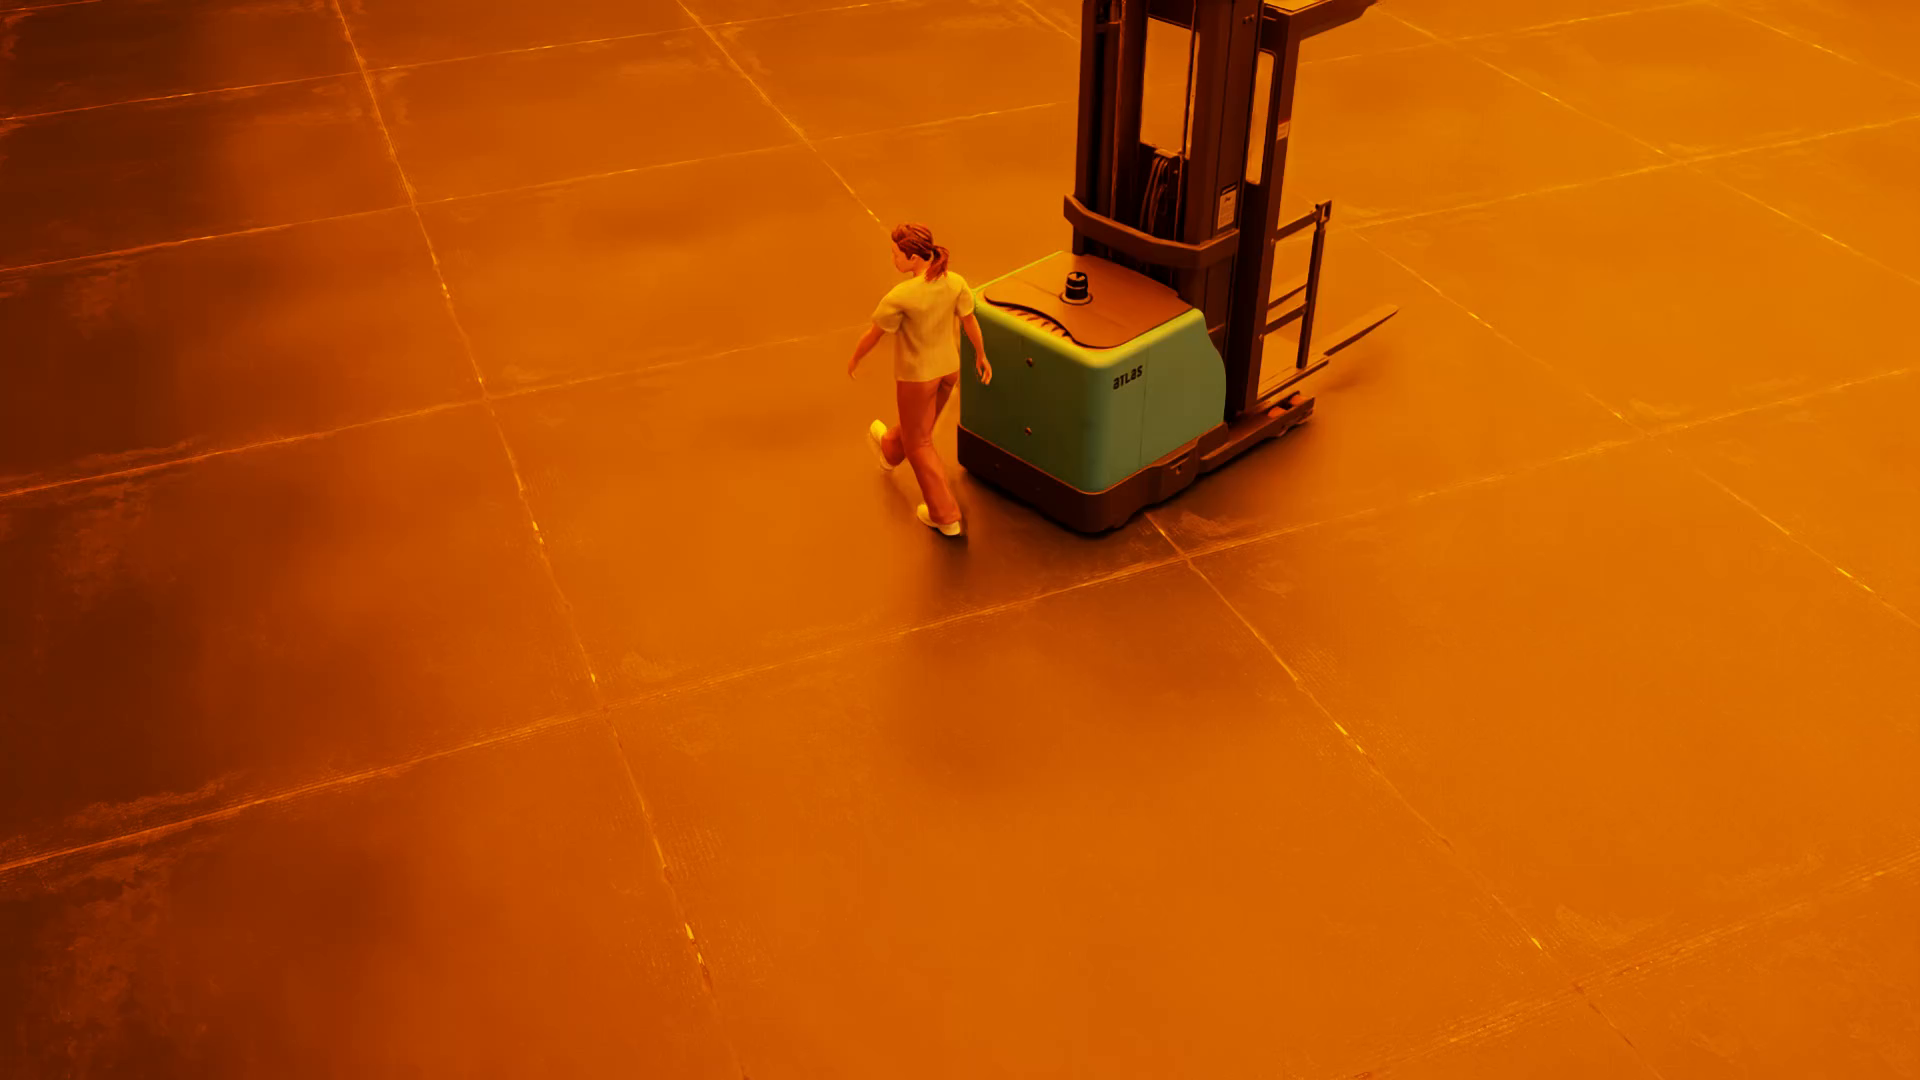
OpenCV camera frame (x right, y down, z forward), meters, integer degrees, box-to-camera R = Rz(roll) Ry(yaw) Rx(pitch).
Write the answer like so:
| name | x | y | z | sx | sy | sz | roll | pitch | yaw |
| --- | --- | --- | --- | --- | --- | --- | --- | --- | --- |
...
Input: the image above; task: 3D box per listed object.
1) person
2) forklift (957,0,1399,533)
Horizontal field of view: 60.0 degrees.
| name | x | y | z | sx | sy | sz | roll | pitch | yaw |
| --- | --- | --- | --- | --- | --- | --- | --- | --- | --- |
| person | -0.236 | -0.915 | 8.515 | 0.641 | 1.627 | 0.926 | -25 | 43 | -31 |
| forklift | 1.393 | -1.976 | 8.877 | 3.031 | 2.935 | 1.130 | -29 | 45 | -35 |
